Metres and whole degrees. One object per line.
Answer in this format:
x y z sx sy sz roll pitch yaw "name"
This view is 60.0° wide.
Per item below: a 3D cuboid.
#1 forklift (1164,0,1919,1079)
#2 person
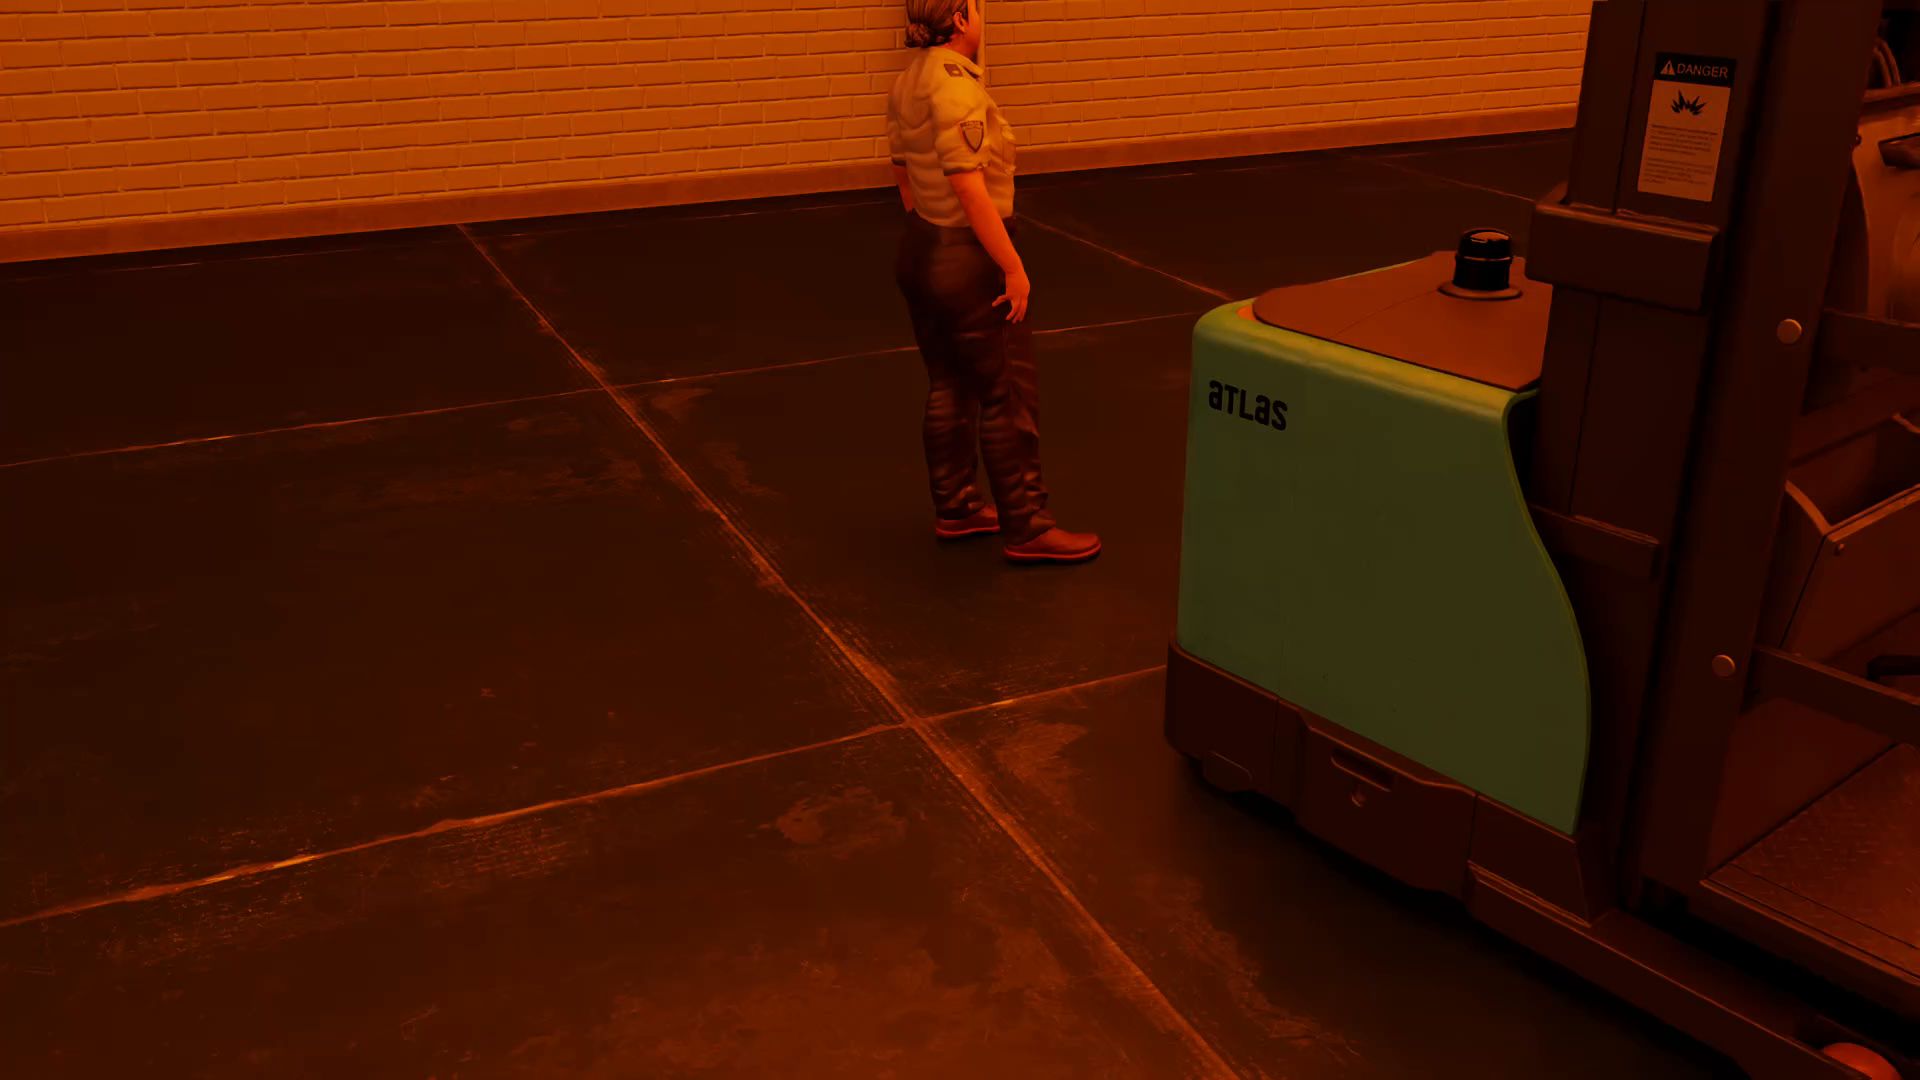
1.788 -0.519 2.535 1.130 2.935 3.031 -17 28 -36 "forklift"
0.091 -0.775 4.803 0.503 1.651 0.598 -10 25 -23 "person"
